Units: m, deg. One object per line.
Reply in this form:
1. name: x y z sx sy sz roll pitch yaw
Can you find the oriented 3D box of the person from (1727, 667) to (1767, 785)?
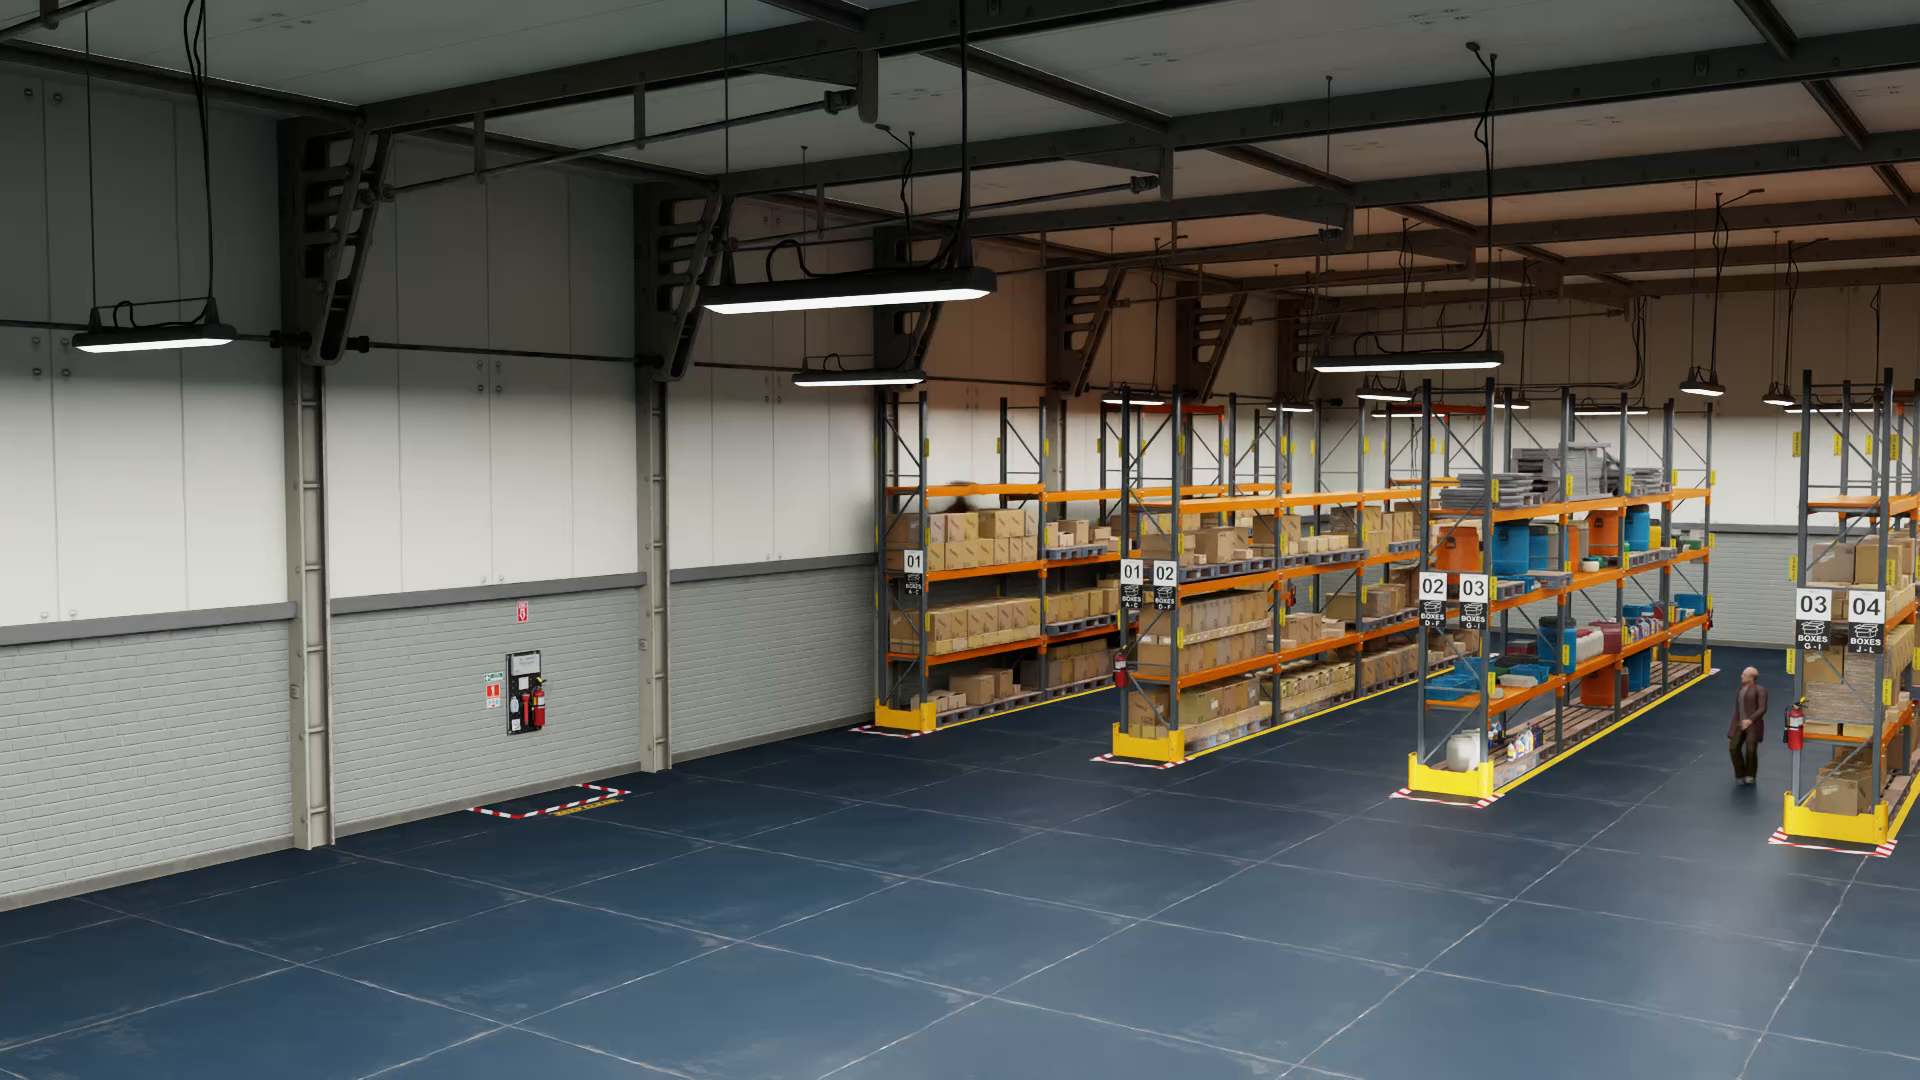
1. person: 11.660 2.815 24.636 0.578 1.867 0.744 3 4 43
